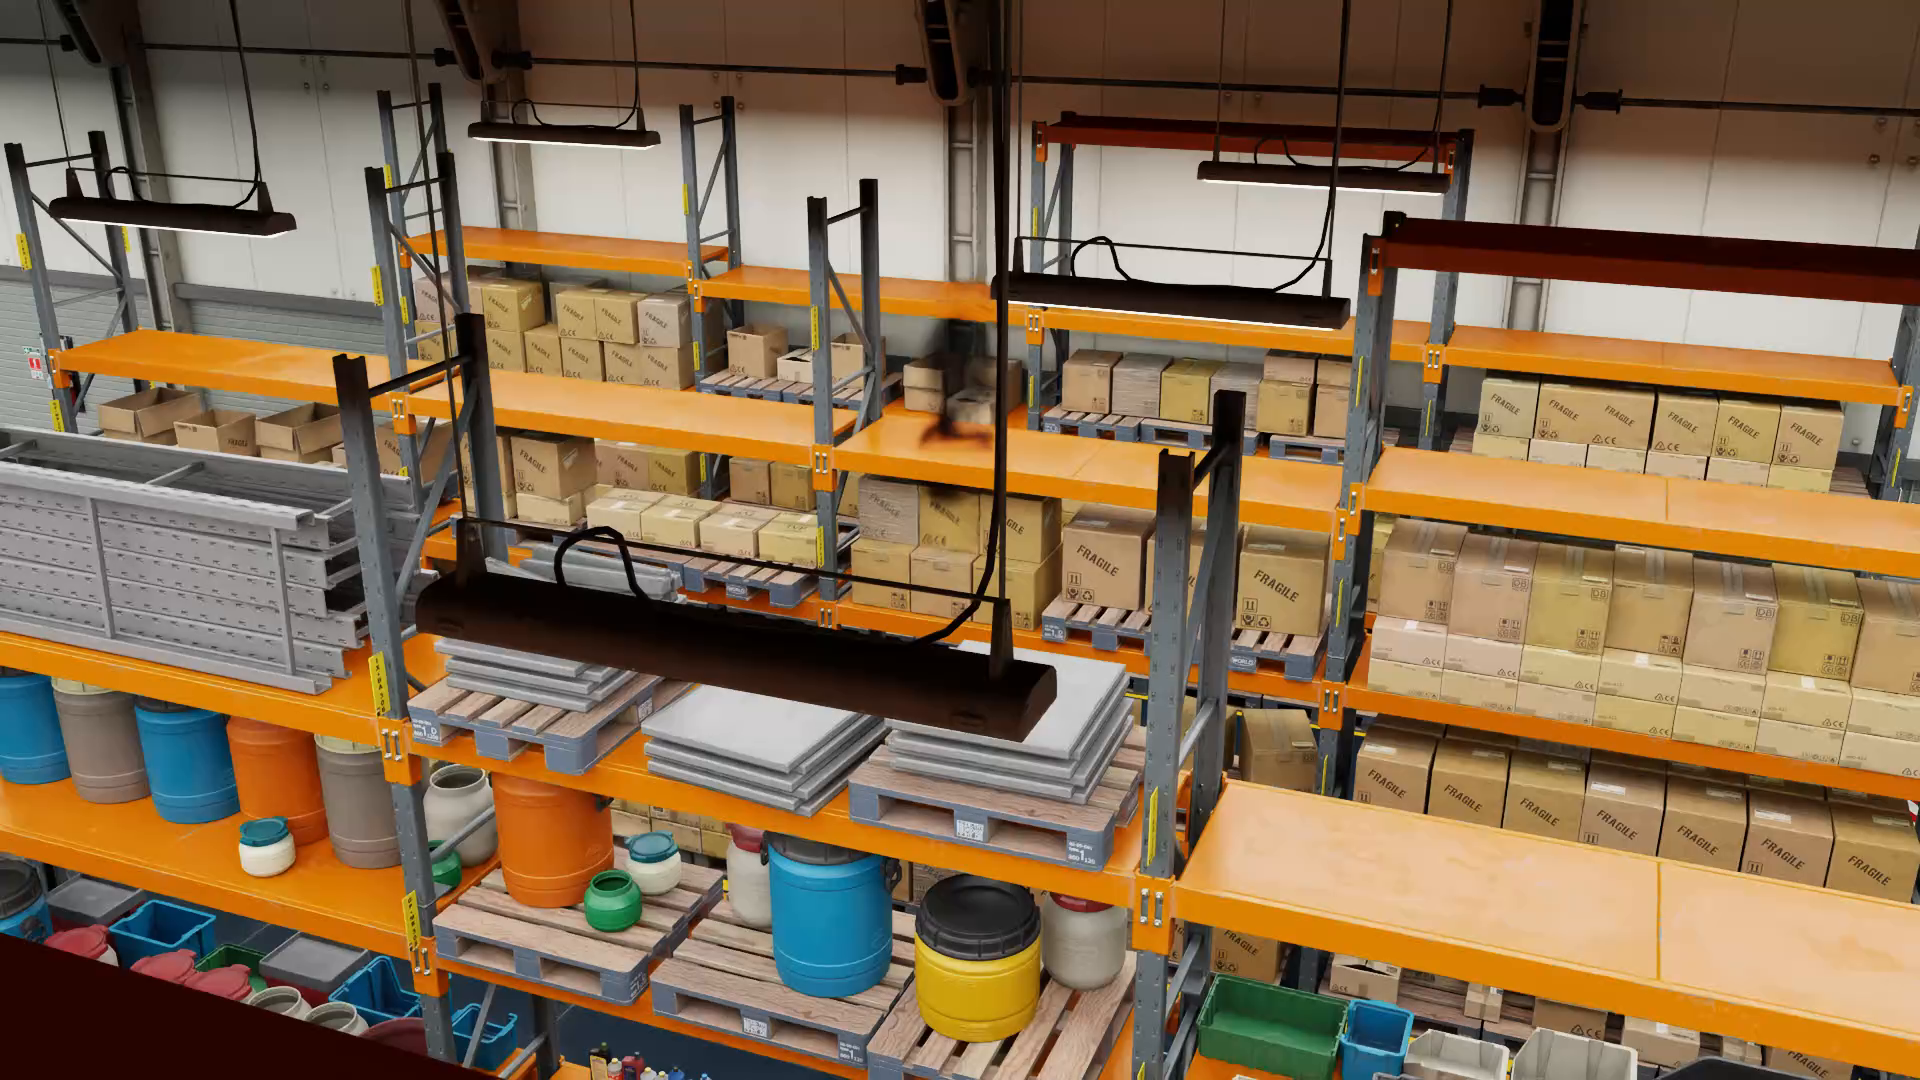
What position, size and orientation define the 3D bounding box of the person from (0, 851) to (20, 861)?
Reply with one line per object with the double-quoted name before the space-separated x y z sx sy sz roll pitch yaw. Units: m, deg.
"person" -8.098 2.324 13.864 0.601 1.695 0.649 10 23 24
